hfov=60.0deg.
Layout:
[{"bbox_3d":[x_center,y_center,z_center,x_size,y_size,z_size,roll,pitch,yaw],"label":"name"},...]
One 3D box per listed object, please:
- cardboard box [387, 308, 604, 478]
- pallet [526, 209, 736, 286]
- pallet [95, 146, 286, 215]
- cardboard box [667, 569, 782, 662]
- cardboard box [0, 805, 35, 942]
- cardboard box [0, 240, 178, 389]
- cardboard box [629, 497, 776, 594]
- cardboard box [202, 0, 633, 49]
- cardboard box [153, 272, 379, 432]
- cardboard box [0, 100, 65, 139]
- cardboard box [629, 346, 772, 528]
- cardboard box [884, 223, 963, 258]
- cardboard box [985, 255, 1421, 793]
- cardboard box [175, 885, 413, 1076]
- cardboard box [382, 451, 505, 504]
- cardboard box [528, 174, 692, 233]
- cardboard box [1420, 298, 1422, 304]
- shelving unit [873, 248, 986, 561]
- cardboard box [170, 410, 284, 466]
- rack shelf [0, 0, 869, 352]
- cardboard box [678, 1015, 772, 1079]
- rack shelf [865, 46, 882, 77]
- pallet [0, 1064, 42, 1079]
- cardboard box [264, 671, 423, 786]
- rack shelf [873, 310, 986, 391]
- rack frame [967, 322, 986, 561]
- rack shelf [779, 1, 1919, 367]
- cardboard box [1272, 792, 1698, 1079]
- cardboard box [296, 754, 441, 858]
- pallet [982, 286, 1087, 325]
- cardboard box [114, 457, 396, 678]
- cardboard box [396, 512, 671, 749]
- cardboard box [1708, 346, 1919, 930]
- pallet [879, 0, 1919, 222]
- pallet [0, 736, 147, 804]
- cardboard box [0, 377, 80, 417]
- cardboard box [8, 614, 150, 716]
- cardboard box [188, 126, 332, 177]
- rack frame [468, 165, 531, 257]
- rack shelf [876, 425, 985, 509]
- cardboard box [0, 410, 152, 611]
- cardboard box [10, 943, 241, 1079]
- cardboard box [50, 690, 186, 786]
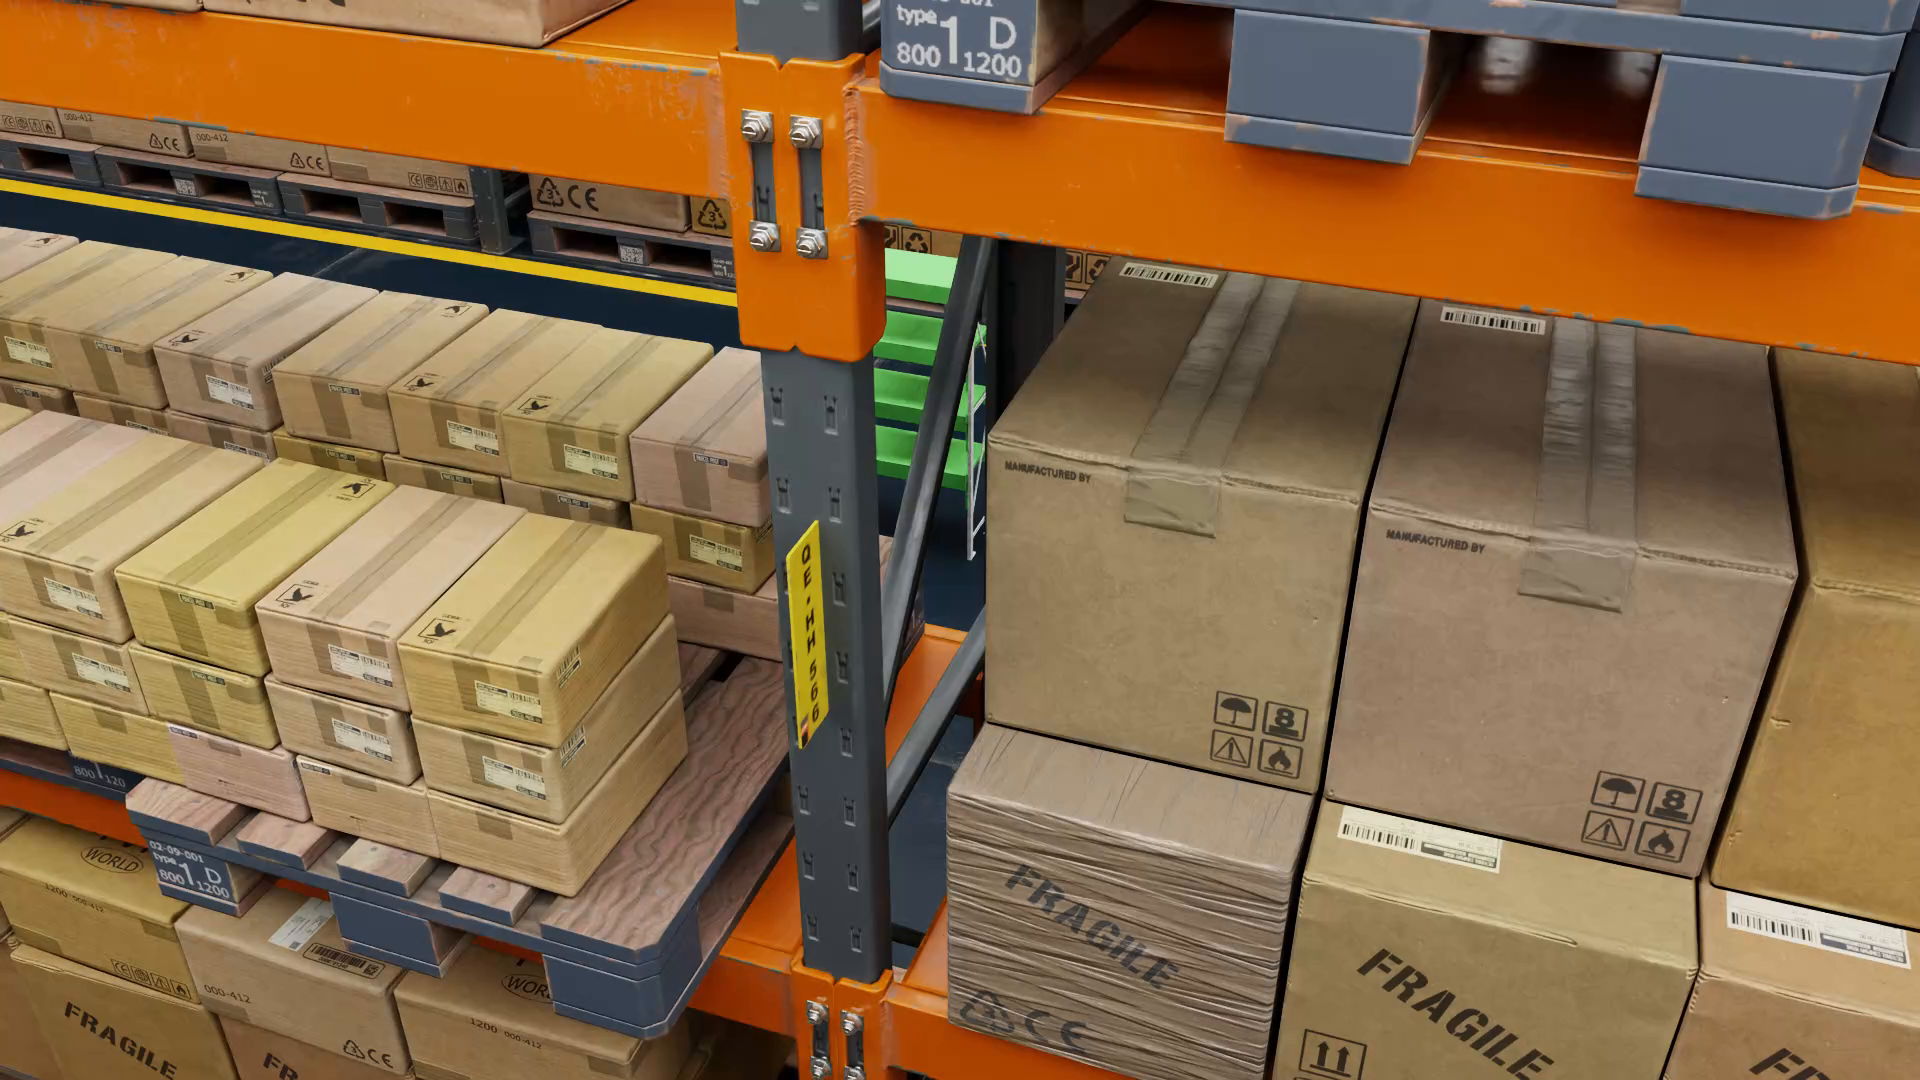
[{"bbox_3d":[-0.885,-0.292,3.233,0.250,0.149,0.380,11,34,16],"label":"cardboard box"},{"bbox_3d":[-1.471,-1.697,8.683,1.213,0.211,1.003,11,34,16],"label":"pallet"},{"bbox_3d":[-4.065,-2.201,9.464,1.213,0.211,1.003,11,34,16],"label":"pallet"},{"bbox_3d":[-0.386,0.051,3.249,0.250,0.149,0.380,11,34,16],"label":"cardboard box"},{"bbox_3d":[-2.211,0.596,3.788,0.500,0.250,0.500,12,35,18],"label":"cardboard box"},{"bbox_3d":[-1.873,-0.484,3.531,0.250,0.149,0.380,11,34,16],"label":"cardboard box"},{"bbox_3d":[-0.420,-0.080,3.178,0.250,0.149,0.380,13,35,19],"label":"cardboard box"},{"bbox_3d":[-0.656,-0.970,2.129,0.500,0.500,0.500,11,34,16],"label":"cardboard box"},{"bbox_3d":[-1.390,-0.389,3.384,0.250,0.149,0.380,13,35,19],"label":"cardboard box"},{"bbox_3d":[-5.334,-2.733,9.693,0.875,0.438,0.875,10,34,15],"label":"cardboard box"},{"bbox_3d":[-0.406,-0.198,3.087,0.250,0.149,0.380,11,34,17],"label":"cardboard box"},{"bbox_3d":[0.082,-1.857,7.932,0.875,0.875,0.875,11,35,17],"label":"cardboard box"},{"bbox_3d":[0.387,-0.068,2.575,0.500,0.500,0.700,11,34,16],"label":"cardboard box"},{"bbox_3d":[-1.244,0.788,3.491,0.500,0.250,0.500,11,35,17],"label":"cardboard box"},{"bbox_3d":[-0.928,-0.175,3.326,0.250,0.149,0.380,10,34,15],"label":"cardboard box"},{"bbox_3d":[-1.612,-2.182,8.436,0.875,0.875,0.875,12,35,18],"label":"cardboard box"},{"bbox_3d":[2.071,-1.203,7.383,0.625,0.372,0.950,9,34,13],"label":"cardboard box"},{"bbox_3d":[-0.156,-0.534,5.971,0.503,1.200,0.258,11,34,16],"label":"shelving unit"},{"bbox_3d":[-1.400,-0.267,3.469,0.250,0.149,0.380,11,34,17],"label":"cardboard box"},{"bbox_3d":[-1.915,-1.017,2.957,4.000,0.370,1.077,11,34,16],"label":"rack shelf"},{"bbox_3d":[-0.740,1.194,3.553,0.500,0.500,0.500,11,34,16],"label":"cardboard box"},{"bbox_3d":[-0.340,-2.303,7.714,4.000,0.370,1.077,11,34,16],"label":"rack shelf"},{"bbox_3d":[-1.912,1.111,4.335,1.213,0.211,1.003,11,34,16],"label":"pallet"},{"bbox_3d":[-0.903,0.205,2.737,0.250,0.149,0.380,12,35,18],"label":"cardboard box"},{"bbox_3d":[-0.156,-0.682,5.876,0.480,0.148,0.258,11,34,16],"label":"rack shelf"},{"bbox_3d":[0.074,-0.490,5.902,0.015,1.200,0.240,11,34,16],"label":"rack frame"},{"bbox_3d":[1.850,-0.285,1.823,4.000,0.370,1.077,11,34,16],"label":"rack shelf"},{"bbox_3d":[0.779,0.577,2.499,0.500,0.500,0.500,11,34,16],"label":"cardboard box"},{"bbox_3d":[-0.885,0.334,2.811,0.250,0.149,0.380,11,34,16],"label":"cardboard box"},{"bbox_3d":[0.826,-1.250,7.992,1.213,0.211,1.003,11,34,16],"label":"pallet"},{"bbox_3d":[-1.131,0.036,2.725,0.250,0.149,0.380,12,35,18],"label":"cardboard box"},{"bbox_3d":[-0.649,0.131,2.578,0.250,0.149,0.380,10,34,15],"label":"cardboard box"},{"bbox_3d":[1.347,0.117,2.289,0.500,0.500,0.700,10,34,16],"label":"cardboard box"},{"bbox_3d":[0.592,-0.783,2.106,1.003,0.211,1.213,13,35,19],"label":"pallet"},{"bbox_3d":[-1.910,0.046,3.590,1.213,0.211,1.003,11,34,16],"label":"pallet"},{"bbox_3d":[-1.888,-0.362,3.615,0.250,0.149,0.380,12,35,18],"label":"cardboard box"},{"bbox_3d":[-1.387,0.113,2.880,0.250,0.149,0.380,11,34,17],"label":"cardboard box"},{"bbox_3d":[-3.621,-2.404,9.183,0.875,0.438,0.875,10,34,15],"label":"cardboard box"},{"bbox_3d":[-2.223,-2.971,8.086,0.127,3.000,1.000,11,34,16],"label":"rack frame"},{"bbox_3d":[-0.156,-0.279,6.136,0.480,0.148,0.258,11,34,16],"label":"rack shelf"},{"bbox_3d":[-1.608,-0.058,2.871,0.250,0.149,0.380,11,34,16],"label":"cardboard box"},{"bbox_3d":[-1.731,1.009,3.840,0.500,0.500,0.500,9,34,14],"label":"cardboard box"},{"bbox_3d":[-1.361,0.240,2.957,0.250,0.149,0.380,11,34,16],"label":"cardboard box"}]
